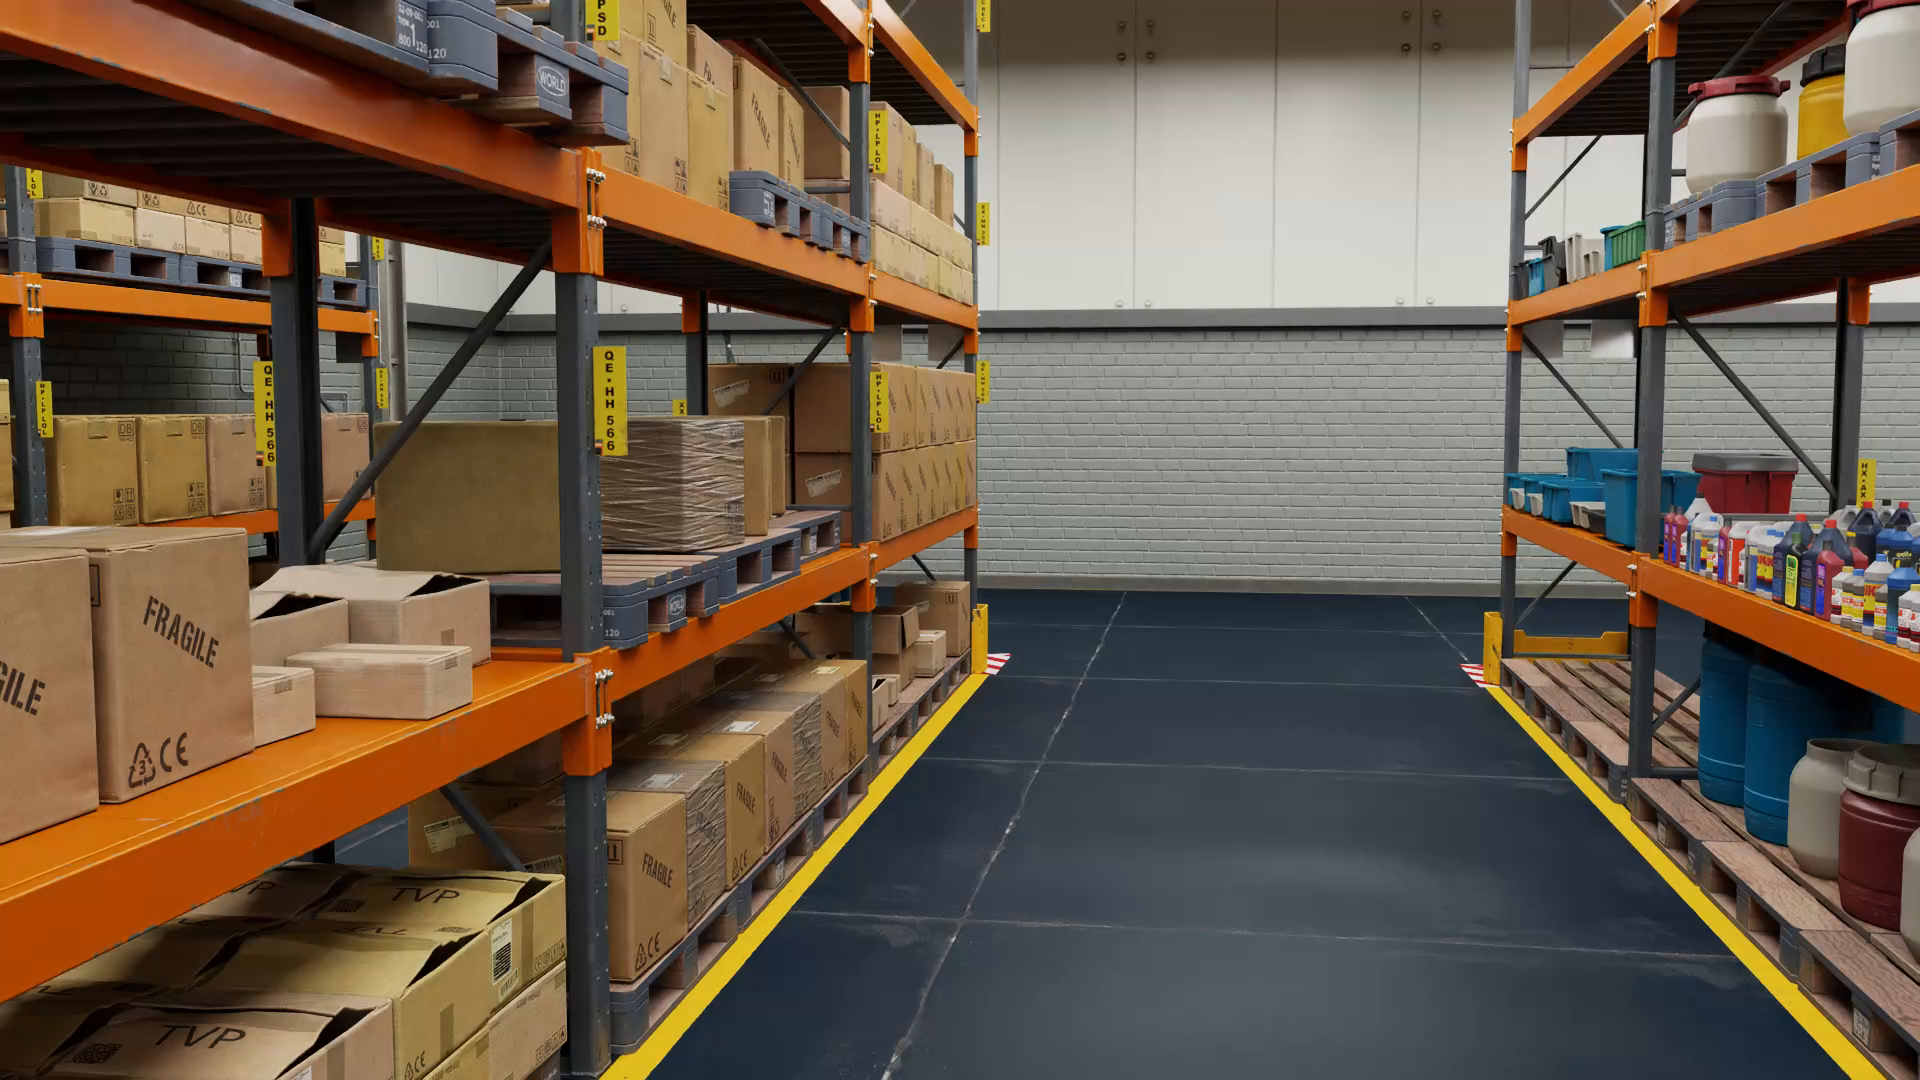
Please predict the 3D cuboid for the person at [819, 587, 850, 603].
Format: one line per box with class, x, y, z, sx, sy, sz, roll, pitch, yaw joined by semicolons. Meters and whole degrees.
person;-1.149;0.034;15.560;0.423;1.550;0.368;1;5;10
